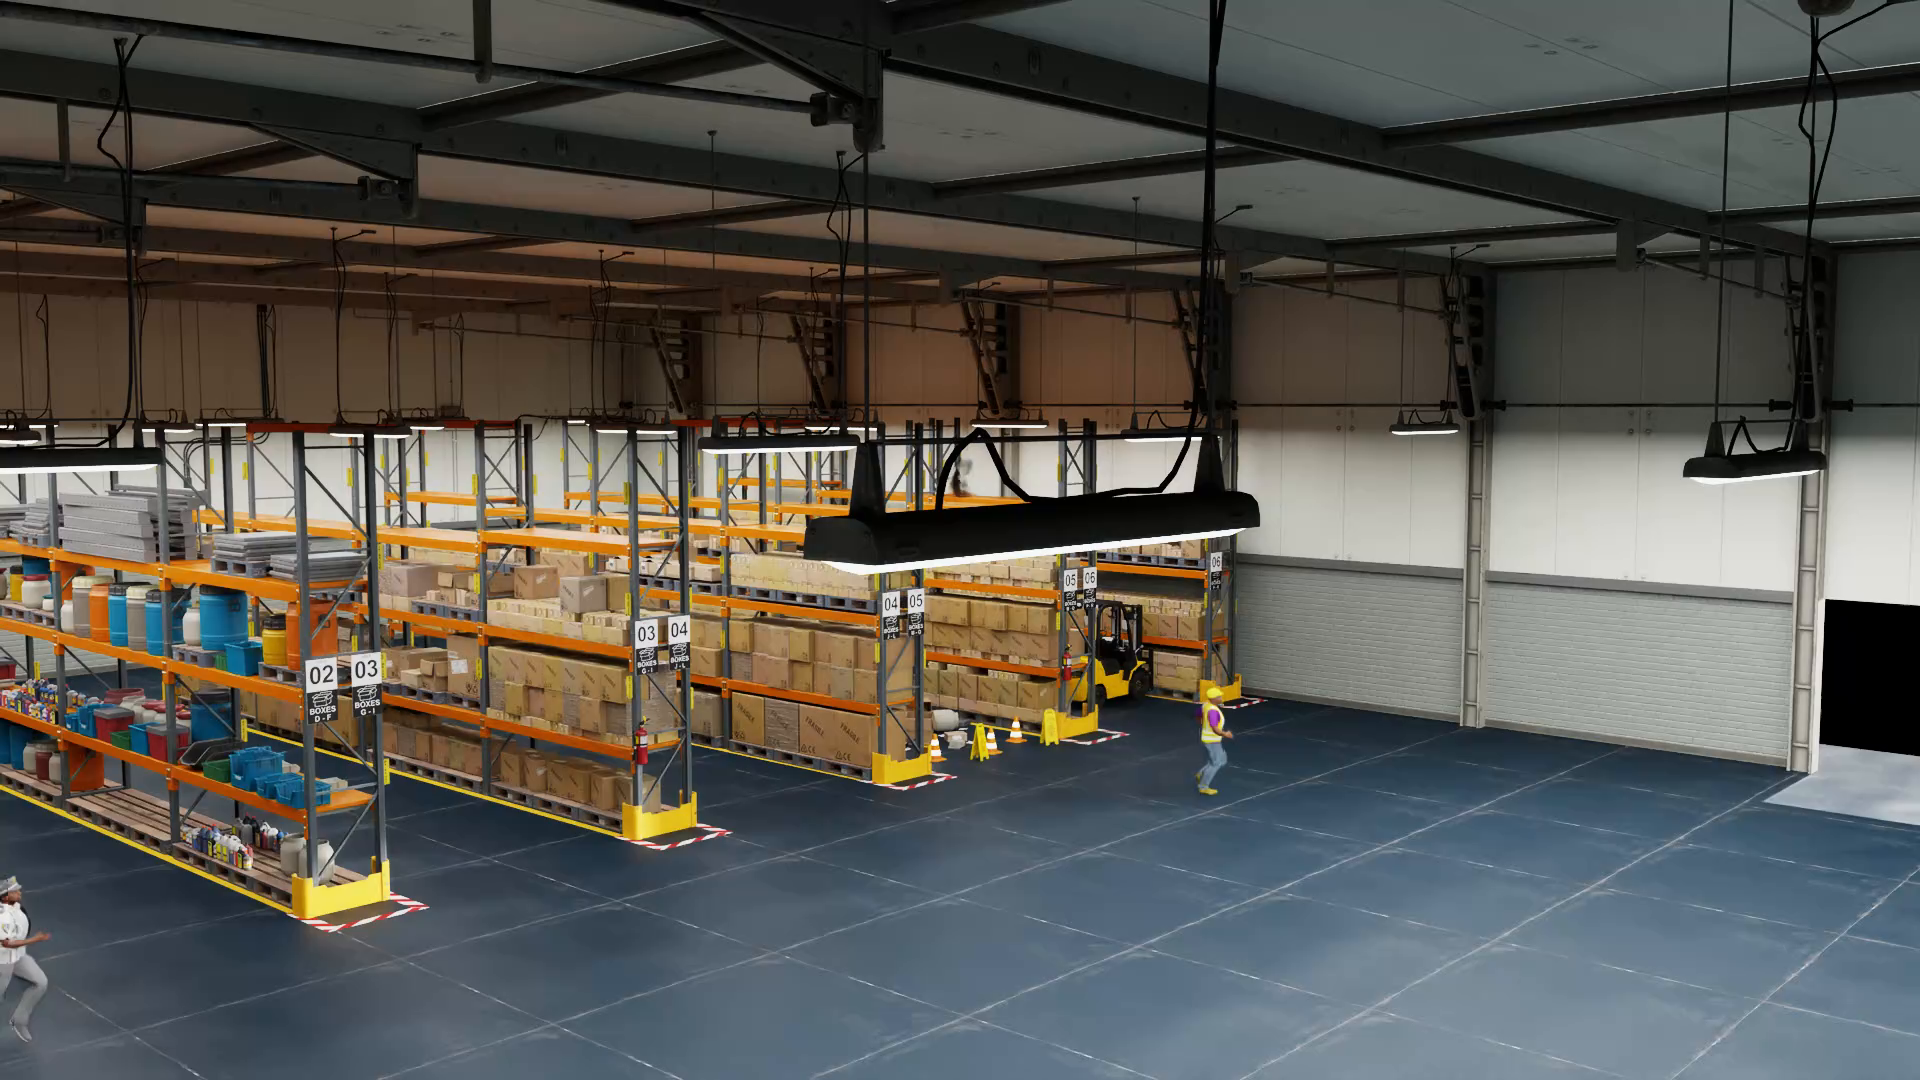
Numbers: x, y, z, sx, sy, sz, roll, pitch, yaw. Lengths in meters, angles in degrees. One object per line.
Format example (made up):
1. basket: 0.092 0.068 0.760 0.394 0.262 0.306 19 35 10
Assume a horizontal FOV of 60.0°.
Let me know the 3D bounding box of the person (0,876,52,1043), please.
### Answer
1. person: -9.393 4.145 16.410 0.849 1.704 0.586 -1 5 -9

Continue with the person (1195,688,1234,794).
1. person: 4.147 3.252 27.030 0.582 1.720 0.719 0 5 -2
